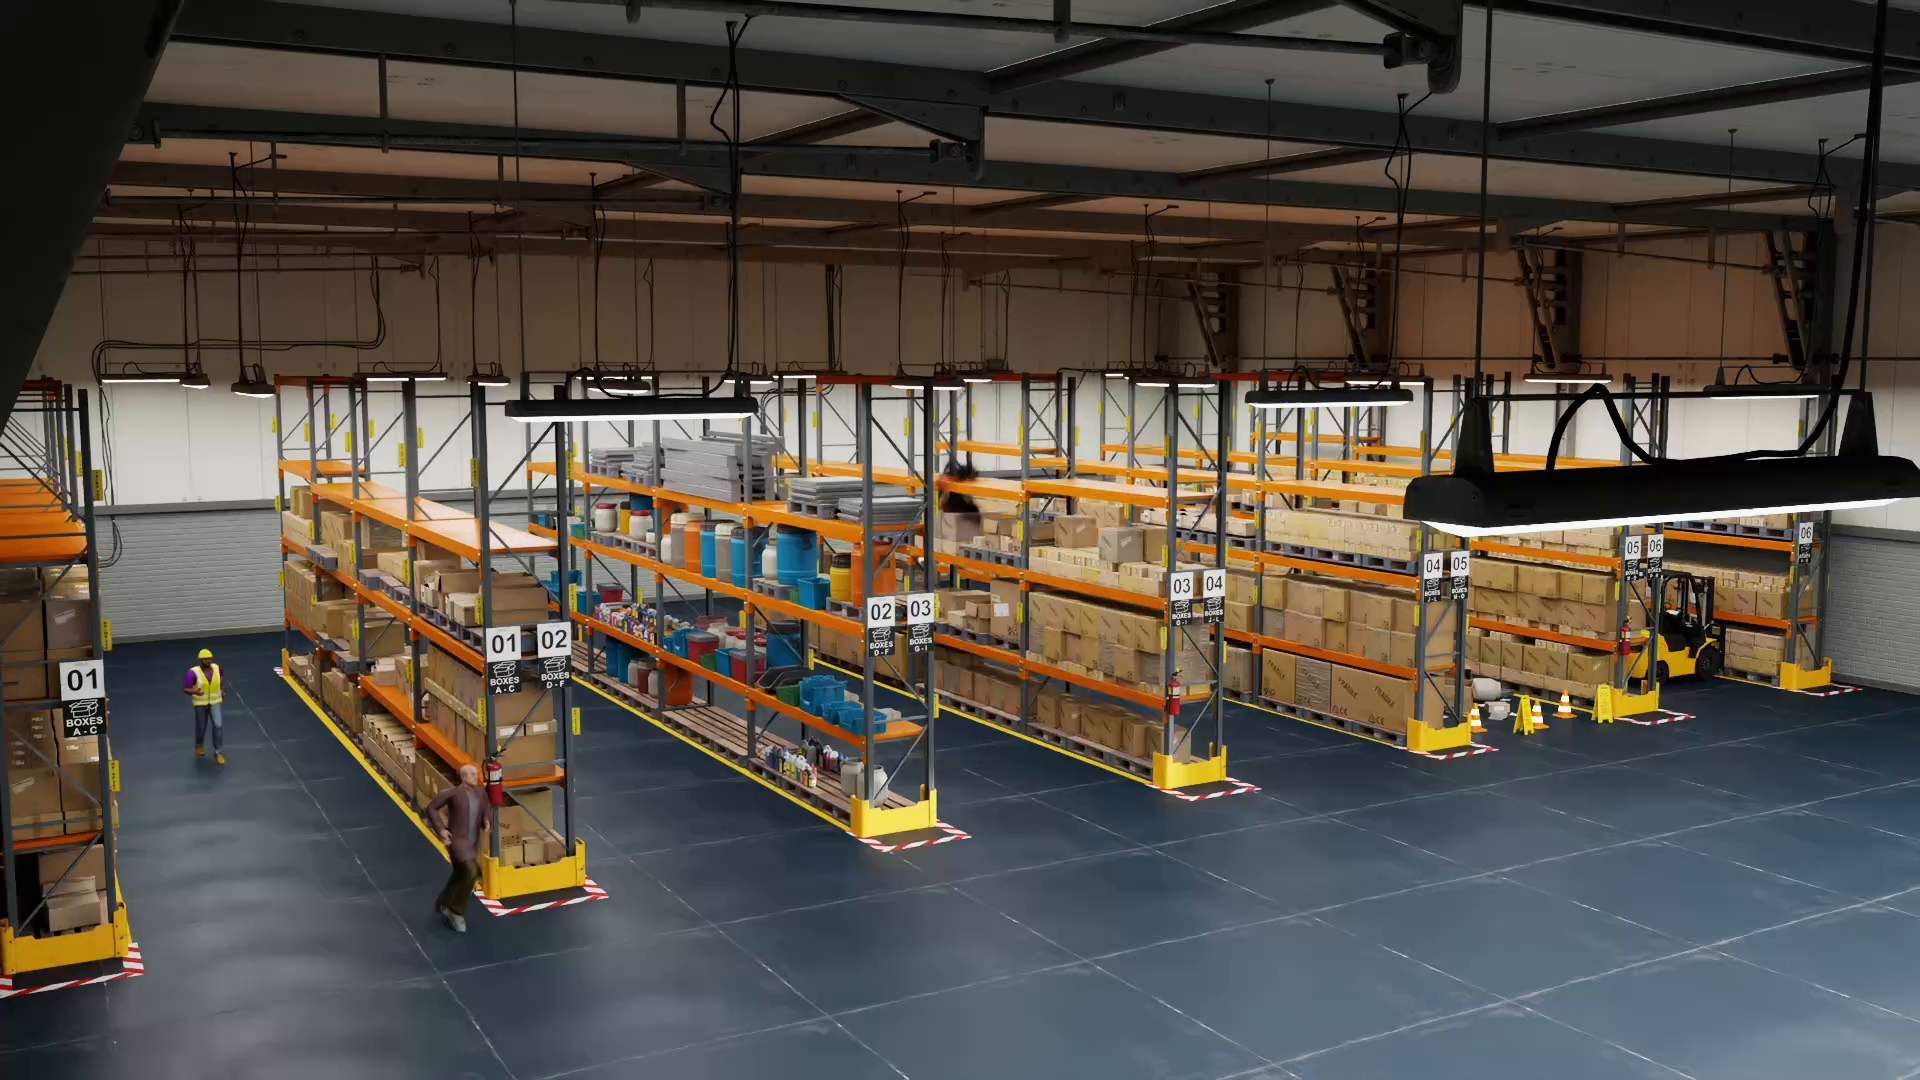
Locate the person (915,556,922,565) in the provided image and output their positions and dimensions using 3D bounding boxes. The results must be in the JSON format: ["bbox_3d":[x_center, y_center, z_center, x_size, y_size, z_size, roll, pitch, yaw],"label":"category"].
[{"bbox_3d":[-1.111,1.042,41.431,0.619,1.621,0.516,6,8,43],"label":"person"}]

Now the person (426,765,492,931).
[{"bbox_3d":[-5.574,3.433,18.715,0.734,1.807,0.693,3,7,26],"label":"person"}]

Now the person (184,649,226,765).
[{"bbox_3d":[-11.845,2.590,26.111,0.640,1.796,0.890,-4,8,-34],"label":"person"}]

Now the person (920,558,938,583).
[{"bbox_3d":[-0.773,1.233,38.572,0.662,1.785,0.872,-3,7,-24],"label":"person"}]
